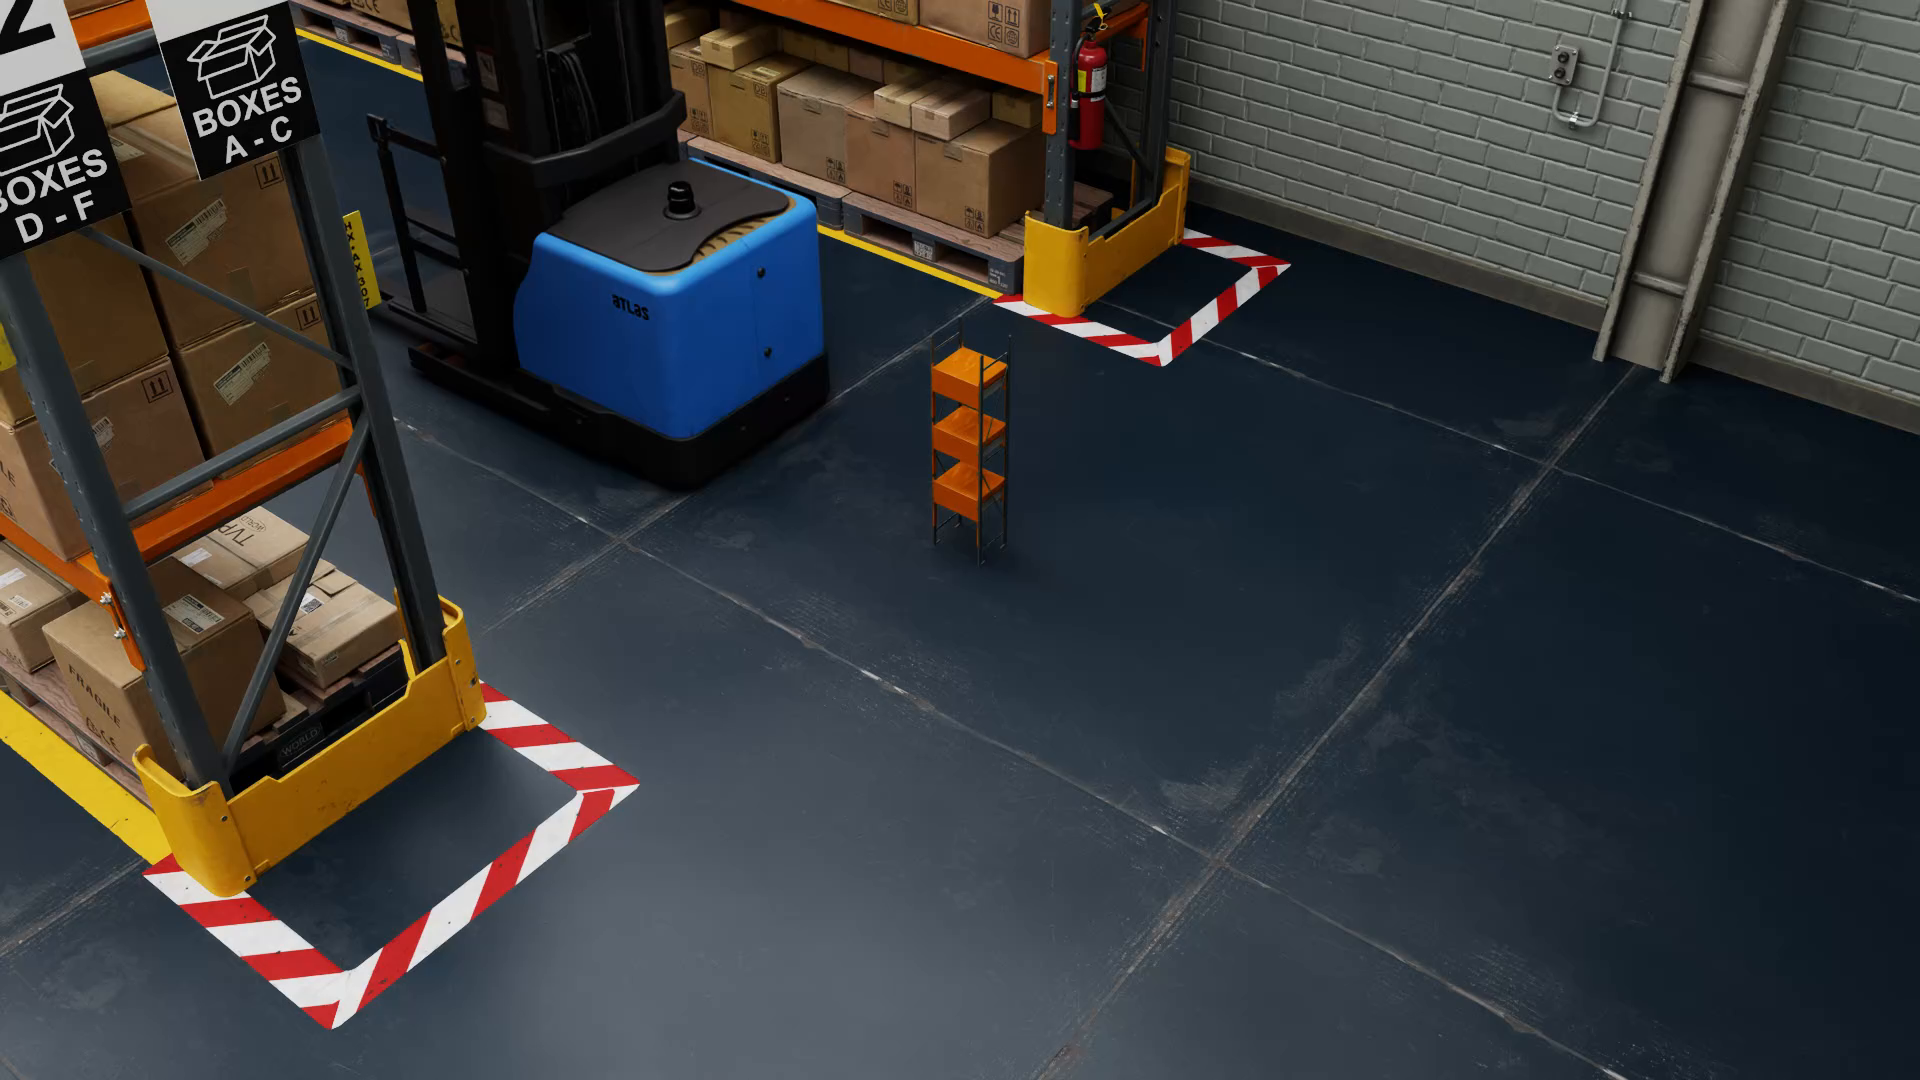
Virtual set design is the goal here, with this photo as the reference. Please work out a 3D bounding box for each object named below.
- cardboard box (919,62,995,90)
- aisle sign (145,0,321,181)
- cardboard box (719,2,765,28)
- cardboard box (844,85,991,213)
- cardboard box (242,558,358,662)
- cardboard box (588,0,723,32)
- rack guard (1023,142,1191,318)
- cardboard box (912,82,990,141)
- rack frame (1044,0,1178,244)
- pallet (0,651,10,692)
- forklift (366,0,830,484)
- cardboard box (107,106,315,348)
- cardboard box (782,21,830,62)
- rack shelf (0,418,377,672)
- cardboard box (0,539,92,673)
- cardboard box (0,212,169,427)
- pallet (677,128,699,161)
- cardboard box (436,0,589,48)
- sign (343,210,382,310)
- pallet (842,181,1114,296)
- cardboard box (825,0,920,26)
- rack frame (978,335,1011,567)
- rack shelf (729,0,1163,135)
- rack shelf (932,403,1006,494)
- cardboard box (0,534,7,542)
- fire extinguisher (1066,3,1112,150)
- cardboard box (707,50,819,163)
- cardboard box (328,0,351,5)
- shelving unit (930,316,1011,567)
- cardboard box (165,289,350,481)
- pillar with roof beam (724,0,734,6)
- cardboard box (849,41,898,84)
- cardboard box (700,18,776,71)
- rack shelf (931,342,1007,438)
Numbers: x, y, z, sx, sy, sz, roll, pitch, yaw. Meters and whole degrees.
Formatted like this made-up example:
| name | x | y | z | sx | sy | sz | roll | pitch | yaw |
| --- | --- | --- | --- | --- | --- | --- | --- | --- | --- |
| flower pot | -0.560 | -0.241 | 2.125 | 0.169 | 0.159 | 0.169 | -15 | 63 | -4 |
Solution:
| name | x | y | z | sx | sy | sz | roll | pitch | yaw |
| --- | --- | --- | --- | --- | --- | --- | --- | --- | --- |
| cardboard box | -0.016 | -2.581 | 9.274 | 0.250 | 0.149 | 0.380 | 25 | 45 | 29 |
| aisle sign | -1.991 | -1.405 | 4.503 | 0.004 | 0.787 | 0.394 | 25 | 45 | 29 |
| cardboard box | -1.228 | -3.152 | 10.003 | 0.250 | 0.149 | 0.380 | 24 | 44 | 27 |
| cardboard box | -0.232 | -2.272 | 9.406 | 0.500 | 0.500 | 0.700 | 25 | 45 | 28 |
| cardboard box | -2.546 | 0.260 | 6.426 | 0.250 | 0.166 | 0.380 | 25 | 45 | 29 |
| cardboard box | -1.863 | -3.040 | 10.386 | 0.500 | 0.500 | 0.700 | 26 | 45 | 29 |
| rack guard | 0.802 | -1.697 | 9.012 | 0.348 | 0.500 | 1.175 | 25 | 45 | 29 |
| cardboard box | -0.047 | -2.299 | 8.914 | 0.250 | 0.149 | 0.380 | 25 | 44 | 28 |
| rack frame | 0.782 | -2.691 | 8.253 | 0.127 | 3.000 | 1.000 | 25 | 45 | 29 |
| pallet | -3.883 | 0.051 | 7.014 | 1.213 | 0.211 | 1.003 | 25 | 45 | 29 |
| forklift | -2.116 | -2.135 | 7.599 | 3.031 | 2.935 | 1.130 | 24 | 44 | 28 |
| cardboard box | -2.416 | -0.992 | 5.192 | 0.500 | 0.500 | 0.500 | 27 | 45 | 30 |
| cardboard box | -0.822 | -2.960 | 9.759 | 0.250 | 0.149 | 0.380 | 24 | 44 | 28 |
| rack shelf | -3.813 | -0.729 | 6.332 | 4.000 | 0.370 | 1.077 | 25 | 45 | 29 |
| cardboard box | -3.542 | 0.192 | 6.445 | 0.500 | 0.250 | 0.500 | 25 | 45 | 29 |
| cardboard box | -2.745 | -0.729 | 4.855 | 0.500 | 0.500 | 0.500 | 25 | 44 | 28 |
| pallet | -1.838 | -2.768 | 10.614 | 1.213 | 0.211 | 1.003 | 25 | 45 | 29 |
| cardboard box | -2.990 | -3.687 | 10.930 | 0.750 | 0.750 | 0.750 | 26 | 45 | 29 |
| sign | -1.894 | -0.870 | 5.226 | 0.005 | 0.325 | 0.100 | 25 | 45 | 29 |
| pallet | 0.100 | -1.854 | 9.447 | 1.213 | 0.211 | 1.003 | 25 | 45 | 29 |
| cardboard box | -0.213 | -3.262 | 8.740 | 0.700 | 0.700 | 0.980 | 25 | 44 | 28 |
| rack frame | 0.139 | -0.348 | 6.842 | 0.008 | 1.050 | 0.200 | 25 | 45 | 29 |
| rack shelf | -0.806 | -3.156 | 9.432 | 4.000 | 0.370 | 1.077 | 25 | 45 | 29 |
| rack shelf | 0.043 | -0.385 | 6.907 | 0.240 | 0.259 | 0.215 | 25 | 45 | 29 |
| cardboard box | -3.906 | -0.251 | 6.805 | 0.637 | 0.503 | 0.797 | 25 | 45 | 29 |
| fire extinguisher | 0.622 | -2.231 | 8.031 | 0.183 | 0.674 | 0.296 | 25 | 45 | 29 |
| cardboard box | -1.060 | -2.656 | 9.897 | 0.500 | 0.500 | 0.700 | 26 | 45 | 30 |
| cardboard box | -4.376 | -4.335 | 11.757 | 0.750 | 0.750 | 0.750 | 25 | 44 | 28 |
| shelving unit | 0.043 | -0.393 | 6.901 | 0.252 | 1.050 | 0.215 | 25 | 45 | 29 |
| cardboard box | -2.416 | -0.598 | 5.500 | 0.500 | 0.500 | 0.500 | 26 | 45 | 29 |
| pillar with roof beam | -3.929 | -4.604 | 5.831 | 0.400 | 9.000 | 9.100 | 25 | 45 | 29 |
| cardboard box | -0.417 | -2.770 | 9.515 | 0.250 | 0.149 | 0.380 | 26 | 45 | 29 |
| cardboard box | -1.287 | -2.882 | 9.659 | 0.250 | 0.149 | 0.380 | 24 | 44 | 27 |
| rack shelf | 0.043 | -0.608 | 6.732 | 0.240 | 0.259 | 0.215 | 25 | 45 | 29 |
